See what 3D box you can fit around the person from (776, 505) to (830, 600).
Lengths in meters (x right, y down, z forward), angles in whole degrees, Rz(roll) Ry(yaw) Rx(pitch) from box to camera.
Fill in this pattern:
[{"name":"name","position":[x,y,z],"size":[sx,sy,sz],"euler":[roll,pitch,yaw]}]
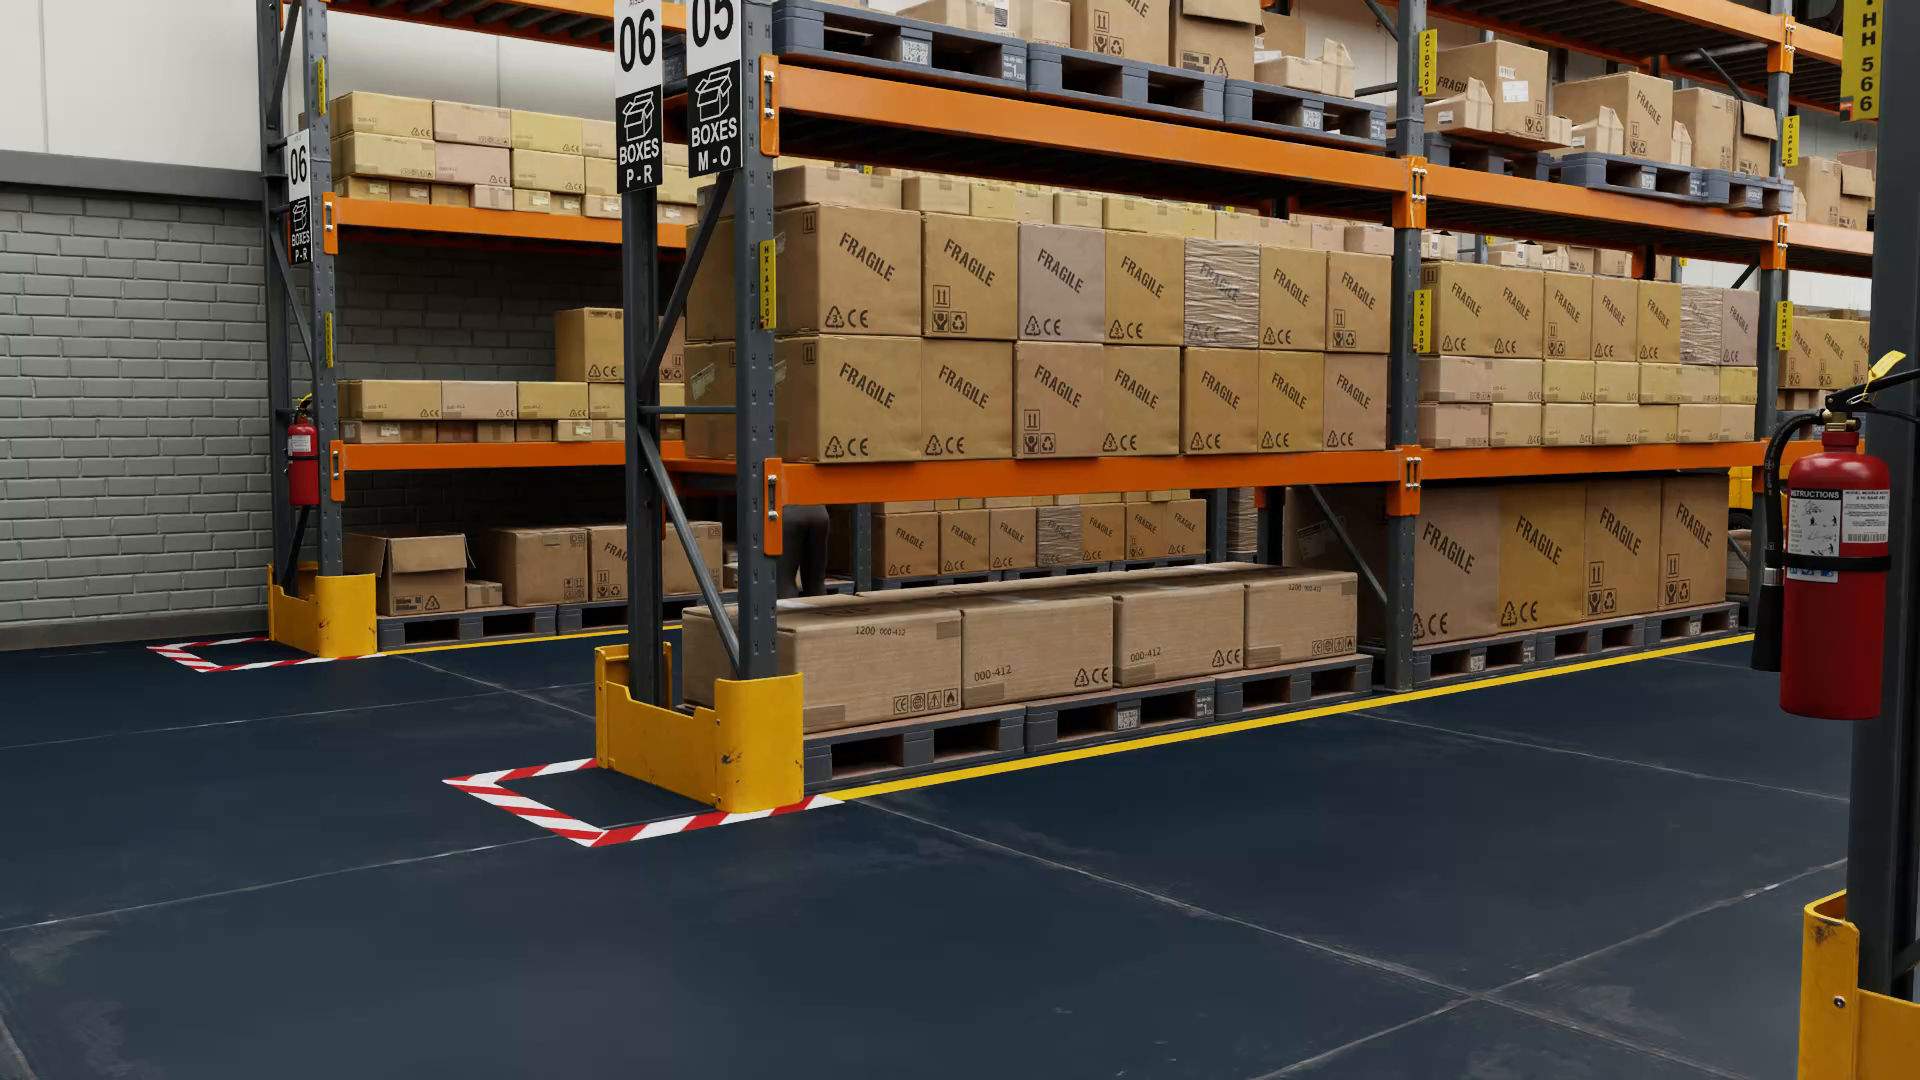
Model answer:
[{"name":"person","position":[-0.973,-0.071,9.910],"size":[0.438,1.691,0.333],"euler":[-3,6,-37]}]
